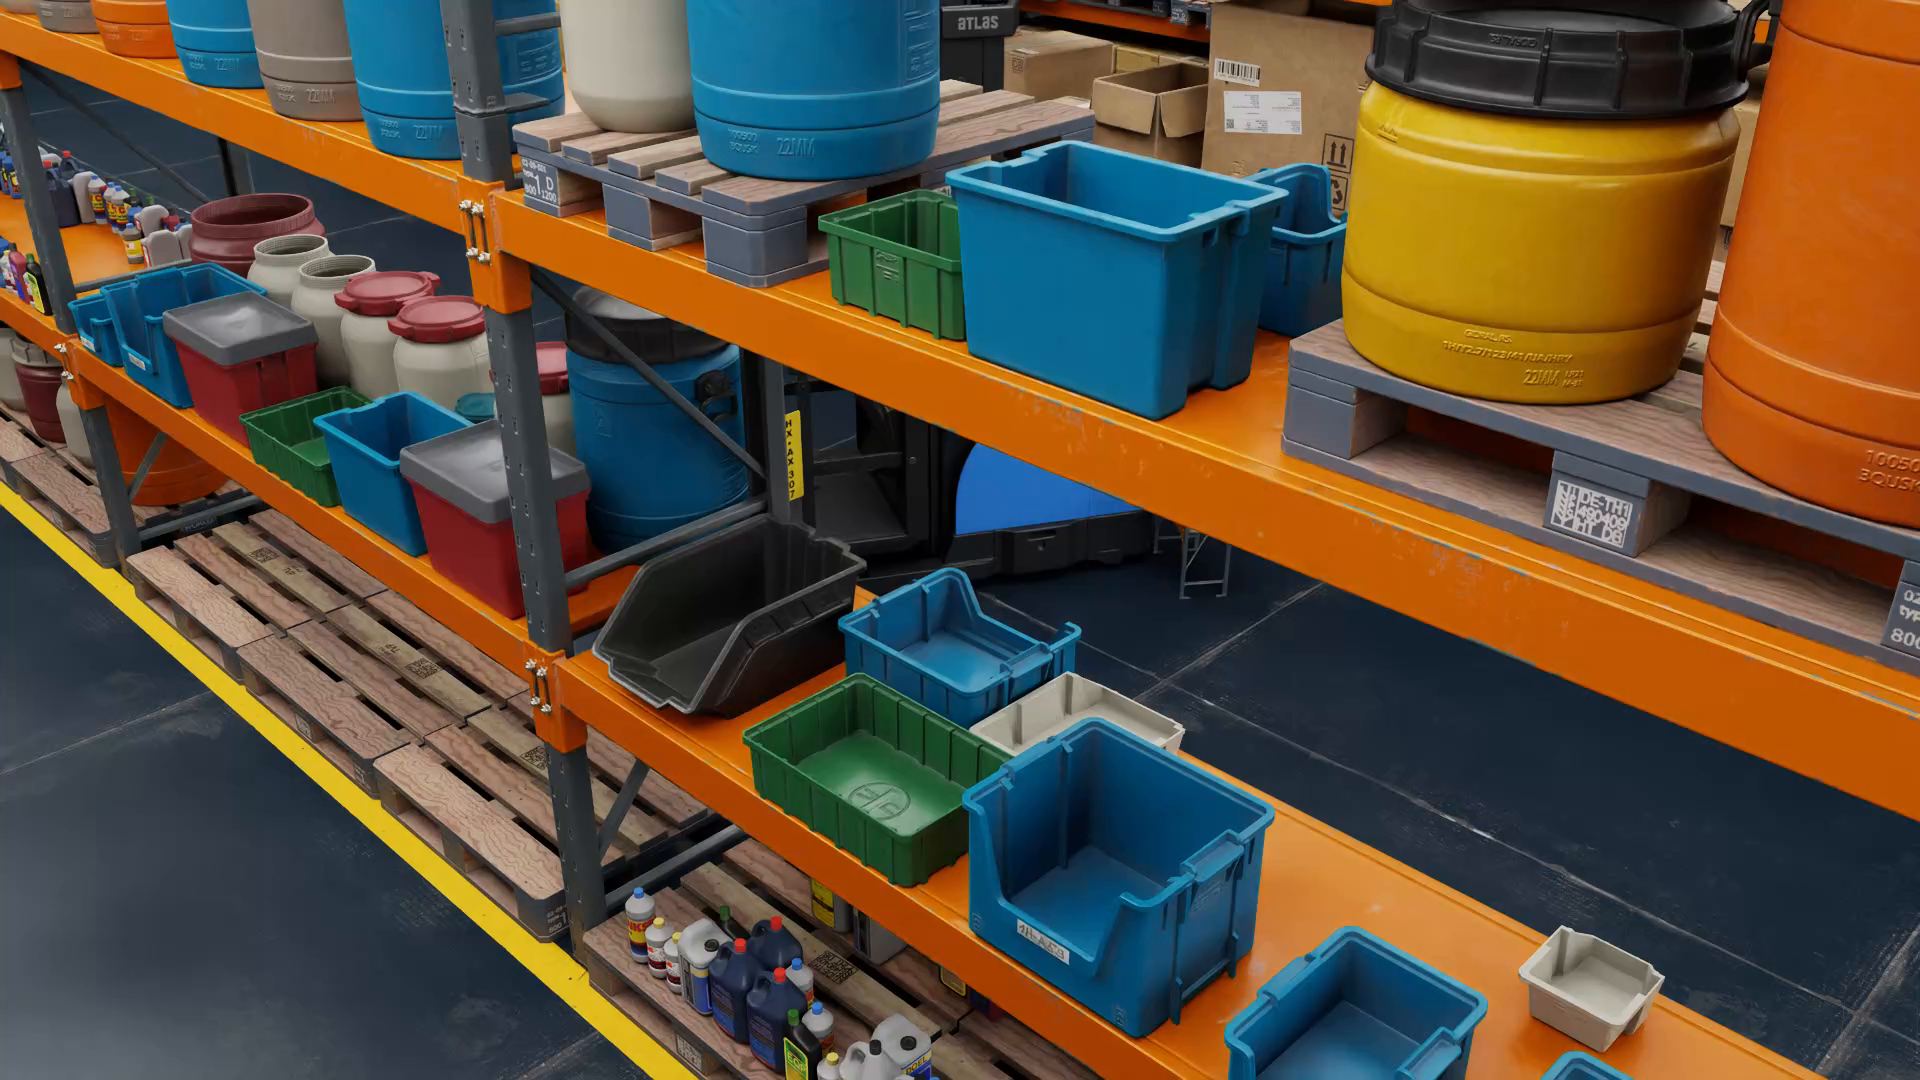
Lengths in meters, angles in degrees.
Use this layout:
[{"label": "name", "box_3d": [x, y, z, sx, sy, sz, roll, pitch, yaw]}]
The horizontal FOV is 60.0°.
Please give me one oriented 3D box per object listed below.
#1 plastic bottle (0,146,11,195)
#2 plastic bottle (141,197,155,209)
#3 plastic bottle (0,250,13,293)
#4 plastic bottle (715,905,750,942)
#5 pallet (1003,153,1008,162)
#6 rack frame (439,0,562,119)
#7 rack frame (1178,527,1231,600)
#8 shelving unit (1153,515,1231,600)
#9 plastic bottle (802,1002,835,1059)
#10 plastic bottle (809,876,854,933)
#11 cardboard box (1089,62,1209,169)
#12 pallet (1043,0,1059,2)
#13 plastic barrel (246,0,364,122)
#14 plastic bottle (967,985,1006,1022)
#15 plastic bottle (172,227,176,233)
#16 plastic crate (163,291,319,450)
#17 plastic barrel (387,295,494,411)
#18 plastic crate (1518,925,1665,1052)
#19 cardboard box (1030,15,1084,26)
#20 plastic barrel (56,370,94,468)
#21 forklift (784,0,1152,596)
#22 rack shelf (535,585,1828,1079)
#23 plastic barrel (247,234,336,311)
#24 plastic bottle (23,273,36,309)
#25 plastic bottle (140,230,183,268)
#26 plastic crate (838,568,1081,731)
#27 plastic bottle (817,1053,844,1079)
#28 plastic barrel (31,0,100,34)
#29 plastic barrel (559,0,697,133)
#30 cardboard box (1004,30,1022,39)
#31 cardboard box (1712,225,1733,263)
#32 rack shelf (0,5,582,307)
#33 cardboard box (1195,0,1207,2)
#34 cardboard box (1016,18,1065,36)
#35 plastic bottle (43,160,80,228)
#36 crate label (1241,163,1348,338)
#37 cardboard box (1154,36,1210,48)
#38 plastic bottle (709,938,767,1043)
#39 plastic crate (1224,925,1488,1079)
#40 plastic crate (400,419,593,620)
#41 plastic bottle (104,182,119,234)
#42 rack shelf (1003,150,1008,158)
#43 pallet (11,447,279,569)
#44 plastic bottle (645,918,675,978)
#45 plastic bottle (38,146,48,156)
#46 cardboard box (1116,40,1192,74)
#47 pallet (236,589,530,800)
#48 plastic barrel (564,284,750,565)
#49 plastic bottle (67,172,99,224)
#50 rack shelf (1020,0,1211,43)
[{"label": "plastic bottle", "box_3d": [-5.633, -2.186, 9.823, 0.097, 0.271, 0.097, 0, 28, 0]}, {"label": "plastic bottle", "box_3d": [-4.310, -1.697, 8.880, 0.133, 0.283, 0.061, 25, 36, 38]}, {"label": "plastic bottle", "box_3d": [-4.726, -1.344, 8.296, 0.097, 0.201, 0.097, 0, 28, 0]}, {"label": "plastic bottle", "box_3d": [-0.739, 1.333, 5.439, 0.133, 0.283, 0.061, 25, 36, 38]}, {"label": "pallet", "box_3d": [0.221, -2.652, 10.777, 1.003, 0.211, 1.213, 25, 36, 38]}, {"label": "rack frame", "box_3d": [-0.982, -2.641, 4.103, 0.127, 3.000, 1.000, 25, 36, 38]}, {"label": "rack frame", "box_3d": [1.204, -0.249, 7.931, 0.240, 1.200, 0.015, -4, 28, -8]}, {"label": "shelving unit", "box_3d": [1.165, -0.361, 8.144, 0.258, 1.200, 0.503, -4, 28, -8]}, {"label": "plastic bottle", "box_3d": [-0.432, 1.526, 5.084, 0.097, 0.271, 0.097, 0, 28, 0]}, {"label": "plastic bottle", "box_3d": [-0.422, 1.155, 5.705, 0.185, 0.351, 0.144, 25, 36, 38]}, {"label": "cardboard box", "box_3d": [1.189, -2.396, 9.521, 0.797, 0.503, 0.637, -21, 34, -34]}, {"label": "pallet", "box_3d": [0.778, -5.470, 16.136, 1.213, 0.211, 1.003, 25, 36, 38]}, {"label": "plastic barrel", "box_3d": [-1.964, -1.842, 5.269, 0.600, 0.901, 0.600, 0, 28, 0]}, {"label": "plastic bottle", "box_3d": [0.085, 1.395, 5.321, 0.133, 0.283, 0.061, 25, 36, 38]}, {"label": "plastic bottle", "box_3d": [-4.050, -1.530, 8.650, 0.097, 0.201, 0.097, 0, 28, 0]}, {"label": "plastic crate", "box_3d": [-2.897, -0.690, 6.771, 0.583, 0.464, 0.402, 25, 36, 38]}, {"label": "plastic barrel", "box_3d": [-2.034, -0.670, 6.655, 0.433, 0.535, 0.433, 0, 28, 0]}, {"label": "plastic crate", "box_3d": [1.457, 1.038, 3.837, 0.250, 0.136, 0.298, 25, 36, 38]}, {"label": "cardboard box", "box_3d": [1.043, -5.105, 16.664, 0.500, 0.250, 0.500, 23, 36, 37]}, {"label": "plastic barrel", "box_3d": [-4.661, -0.684, 9.049, 0.421, 0.512, 0.421, 0, 28, 0]}, {"label": "forklift", "box_3d": [-0.598, -1.217, 7.915, 3.031, 2.935, 1.130, -8, 29, -14]}, {"label": "rack shelf", "box_3d": [0.444, 0.986, 4.426, 4.000, 0.370, 1.077, 25, 36, 38]}, {"label": "plastic barrel", "box_3d": [-2.951, -1.075, 7.452, 0.421, 0.512, 0.421, 0, 28, 0]}, {"label": "plastic bottle", "box_3d": [-4.492, -1.237, 8.092, 0.097, 0.201, 0.097, 0, 28, 0]}, {"label": "plastic bottle", "box_3d": [-4.023, -1.434, 8.387, 0.135, 0.276, 0.152, 25, 36, 38]}, {"label": "plastic crate", "box_3d": [-0.003, 0.351, 5.018, 0.616, 0.251, 0.499, 25, 36, 38]}, {"label": "plastic bottle", "box_3d": [-0.378, 1.621, 4.978, 0.097, 0.201, 0.097, 0, 28, 0]}, {"label": "plastic barrel", "box_3d": [-3.401, -2.500, 6.520, 0.600, 0.901, 0.600, 0, 28, 0]}, {"label": "plastic barrel", "box_3d": [-0.813, -1.343, 4.286, 0.421, 0.512, 0.421, 0, 28, 0]}, {"label": "cardboard box", "box_3d": [0.051, -3.001, 10.676, 0.500, 0.500, 0.500, 20, 33, 33]}, {"label": "cardboard box", "box_3d": [3.527, -1.333, 7.635, 0.500, 0.500, 0.875, 25, 36, 38]}, {"label": "rack shelf", "box_3d": [-2.409, -1.647, 6.210, 4.000, 0.370, 1.077, 25, 36, 38]}, {"label": "cardboard box", "box_3d": [2.154, -4.796, 14.466, 0.380, 0.149, 0.250, -25, 36, -38]}, {"label": "cardboard box", "box_3d": [0.677, -4.935, 16.341, 0.500, 0.250, 0.500, 23, 35, 36]}, {"label": "plastic bottle", "box_3d": [-5.027, -1.929, 9.248, 0.185, 0.351, 0.144, 25, 36, 38]}, {"label": "crate label", "box_3d": [0.767, -0.662, 3.724, 0.408, 0.251, 0.502, 25, 36, 38]}, {"label": "cardboard box", "box_3d": [2.160, -4.595, 15.695, 0.500, 0.250, 0.500, 25, 37, 39]}, {"label": "plastic bottle", "box_3d": [-0.698, 1.393, 5.250, 0.144, 0.351, 0.185, -24, 36, -38]}, {"label": "plastic crate", "box_3d": [0.844, 1.108, 3.580, 0.408, 0.251, 0.499, 25, 36, 38]}, {"label": "plastic crate", "box_3d": [-1.542, -0.070, 5.592, 0.583, 0.464, 0.402, 25, 36, 38]}, {"label": "plastic bottle", "box_3d": [-4.639, -1.831, 9.147, 0.097, 0.271, 0.097, 0, 28, 0]}, {"label": "rack shelf", "box_3d": [1.064, -1.963, 10.034, 4.000, 0.370, 1.077, 25, 36, 38]}, {"label": "pallet", "box_3d": [-4.426, -0.300, 9.093, 1.213, 0.211, 1.003, 25, 36, 38]}, {"label": "plastic bottle", "box_3d": [-0.990, 1.341, 5.511, 0.097, 0.201, 0.097, 0, 28, 0]}, {"label": "plastic bottle", "box_3d": [-5.463, -2.192, 9.829, 0.135, 0.276, 0.152, 25, 36, 38]}, {"label": "cardboard box", "box_3d": [1.797, -4.427, 15.375, 0.500, 0.250, 0.500, -24, 36, -38]}, {"label": "pallet", "box_3d": [-2.444, 0.607, 7.368, 1.213, 0.211, 1.003, 25, 36, 38]}, {"label": "plastic barrel", "box_3d": [-1.046, -0.434, 5.813, 0.708, 0.901, 0.600, 25, 36, 38]}, {"label": "plastic bottle", "box_3d": [-4.906, -1.937, 9.343, 0.135, 0.276, 0.152, 25, 36, 38]}, {"label": "rack shelf", "box_3d": [1.761, -4.881, 15.584, 4.000, 0.370, 1.077, 25, 36, 38]}]
